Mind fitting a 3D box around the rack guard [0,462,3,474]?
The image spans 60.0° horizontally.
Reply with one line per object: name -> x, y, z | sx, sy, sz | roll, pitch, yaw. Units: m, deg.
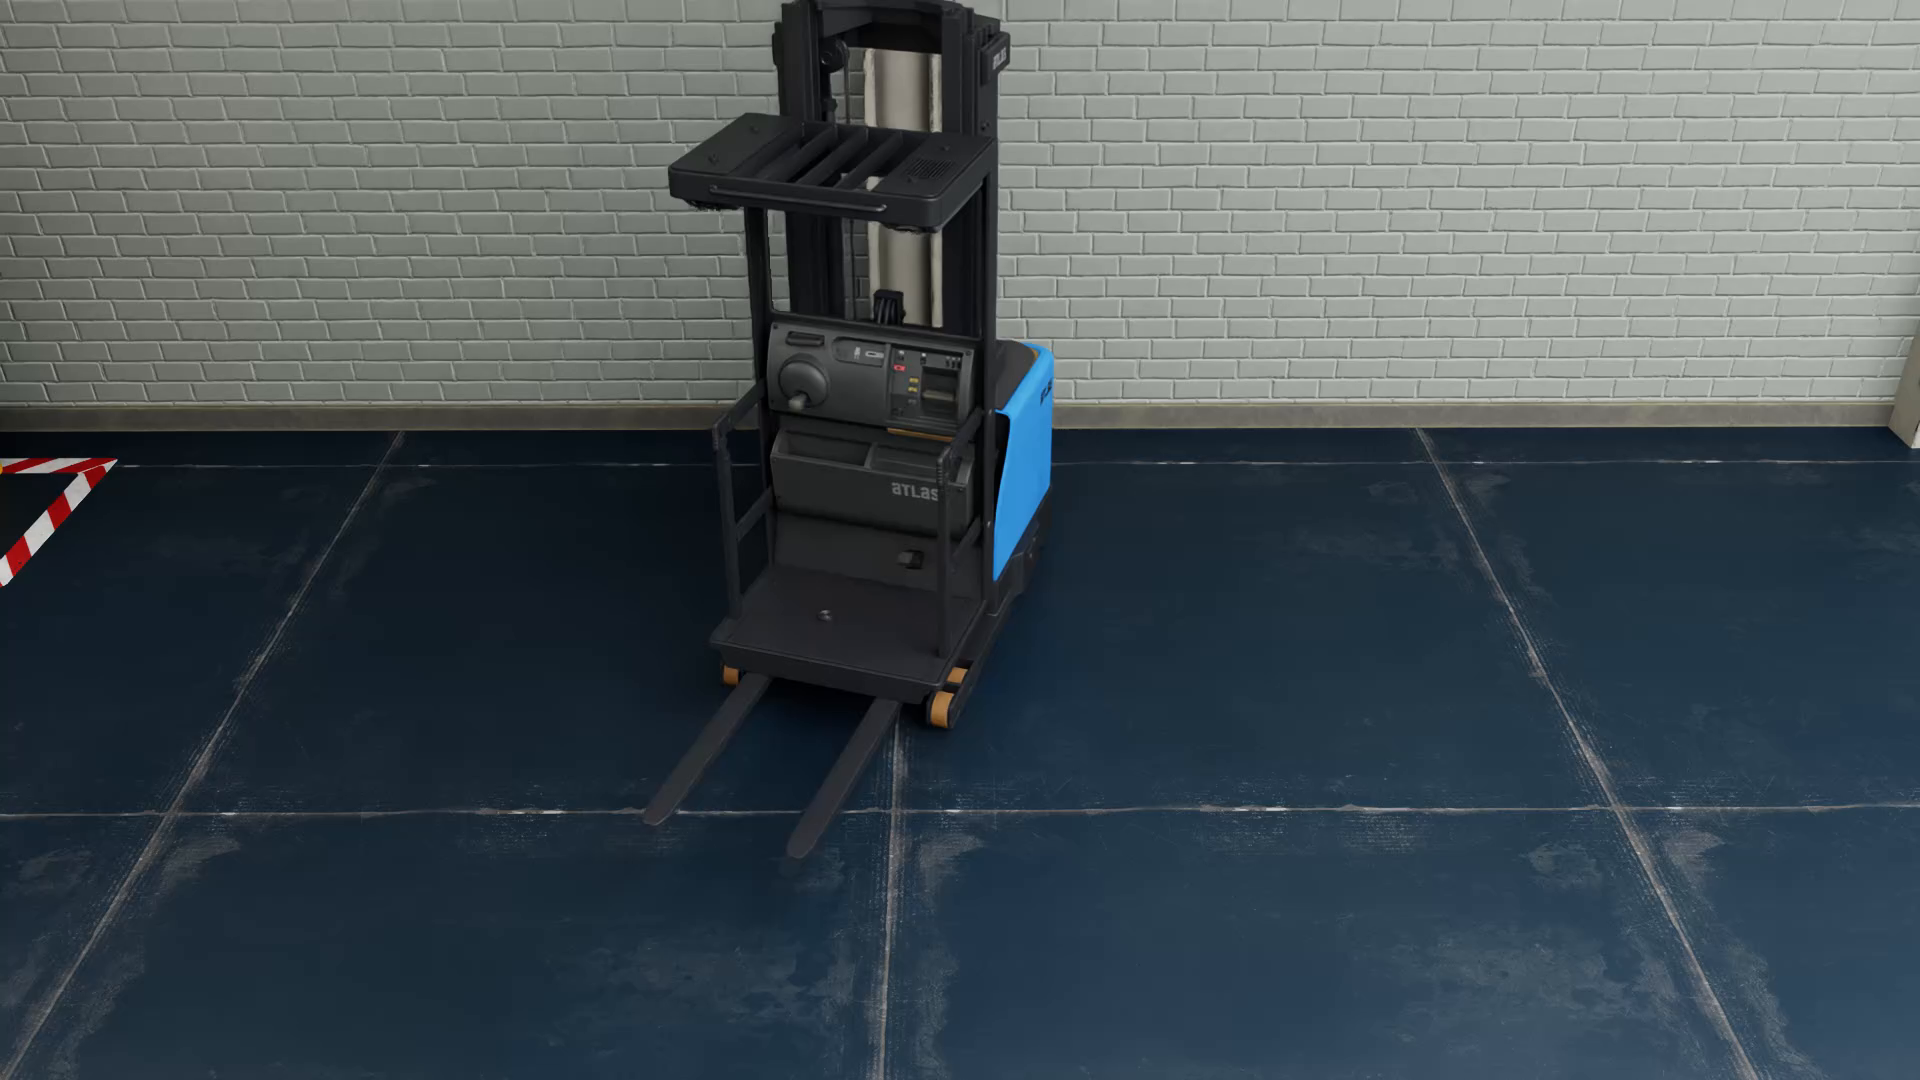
rack guard -> -5.571, -0.324, 8.803 | 0.348, 0.500, 1.175 | 0, 31, 0

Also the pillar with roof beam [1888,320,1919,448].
pillar with roof beam -> 5.729, -2.228, 3.746 | 0.400, 9.000, 9.100 | 0, 31, 0

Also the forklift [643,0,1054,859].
forklift -> -0.456, -0.652, 6.999 | 1.130, 2.935, 3.031 | 10, 33, 15

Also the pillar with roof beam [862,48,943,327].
pillar with roof beam -> -0.271, -2.209, 3.715 | 0.400, 9.000, 9.100 | 0, 31, 0
